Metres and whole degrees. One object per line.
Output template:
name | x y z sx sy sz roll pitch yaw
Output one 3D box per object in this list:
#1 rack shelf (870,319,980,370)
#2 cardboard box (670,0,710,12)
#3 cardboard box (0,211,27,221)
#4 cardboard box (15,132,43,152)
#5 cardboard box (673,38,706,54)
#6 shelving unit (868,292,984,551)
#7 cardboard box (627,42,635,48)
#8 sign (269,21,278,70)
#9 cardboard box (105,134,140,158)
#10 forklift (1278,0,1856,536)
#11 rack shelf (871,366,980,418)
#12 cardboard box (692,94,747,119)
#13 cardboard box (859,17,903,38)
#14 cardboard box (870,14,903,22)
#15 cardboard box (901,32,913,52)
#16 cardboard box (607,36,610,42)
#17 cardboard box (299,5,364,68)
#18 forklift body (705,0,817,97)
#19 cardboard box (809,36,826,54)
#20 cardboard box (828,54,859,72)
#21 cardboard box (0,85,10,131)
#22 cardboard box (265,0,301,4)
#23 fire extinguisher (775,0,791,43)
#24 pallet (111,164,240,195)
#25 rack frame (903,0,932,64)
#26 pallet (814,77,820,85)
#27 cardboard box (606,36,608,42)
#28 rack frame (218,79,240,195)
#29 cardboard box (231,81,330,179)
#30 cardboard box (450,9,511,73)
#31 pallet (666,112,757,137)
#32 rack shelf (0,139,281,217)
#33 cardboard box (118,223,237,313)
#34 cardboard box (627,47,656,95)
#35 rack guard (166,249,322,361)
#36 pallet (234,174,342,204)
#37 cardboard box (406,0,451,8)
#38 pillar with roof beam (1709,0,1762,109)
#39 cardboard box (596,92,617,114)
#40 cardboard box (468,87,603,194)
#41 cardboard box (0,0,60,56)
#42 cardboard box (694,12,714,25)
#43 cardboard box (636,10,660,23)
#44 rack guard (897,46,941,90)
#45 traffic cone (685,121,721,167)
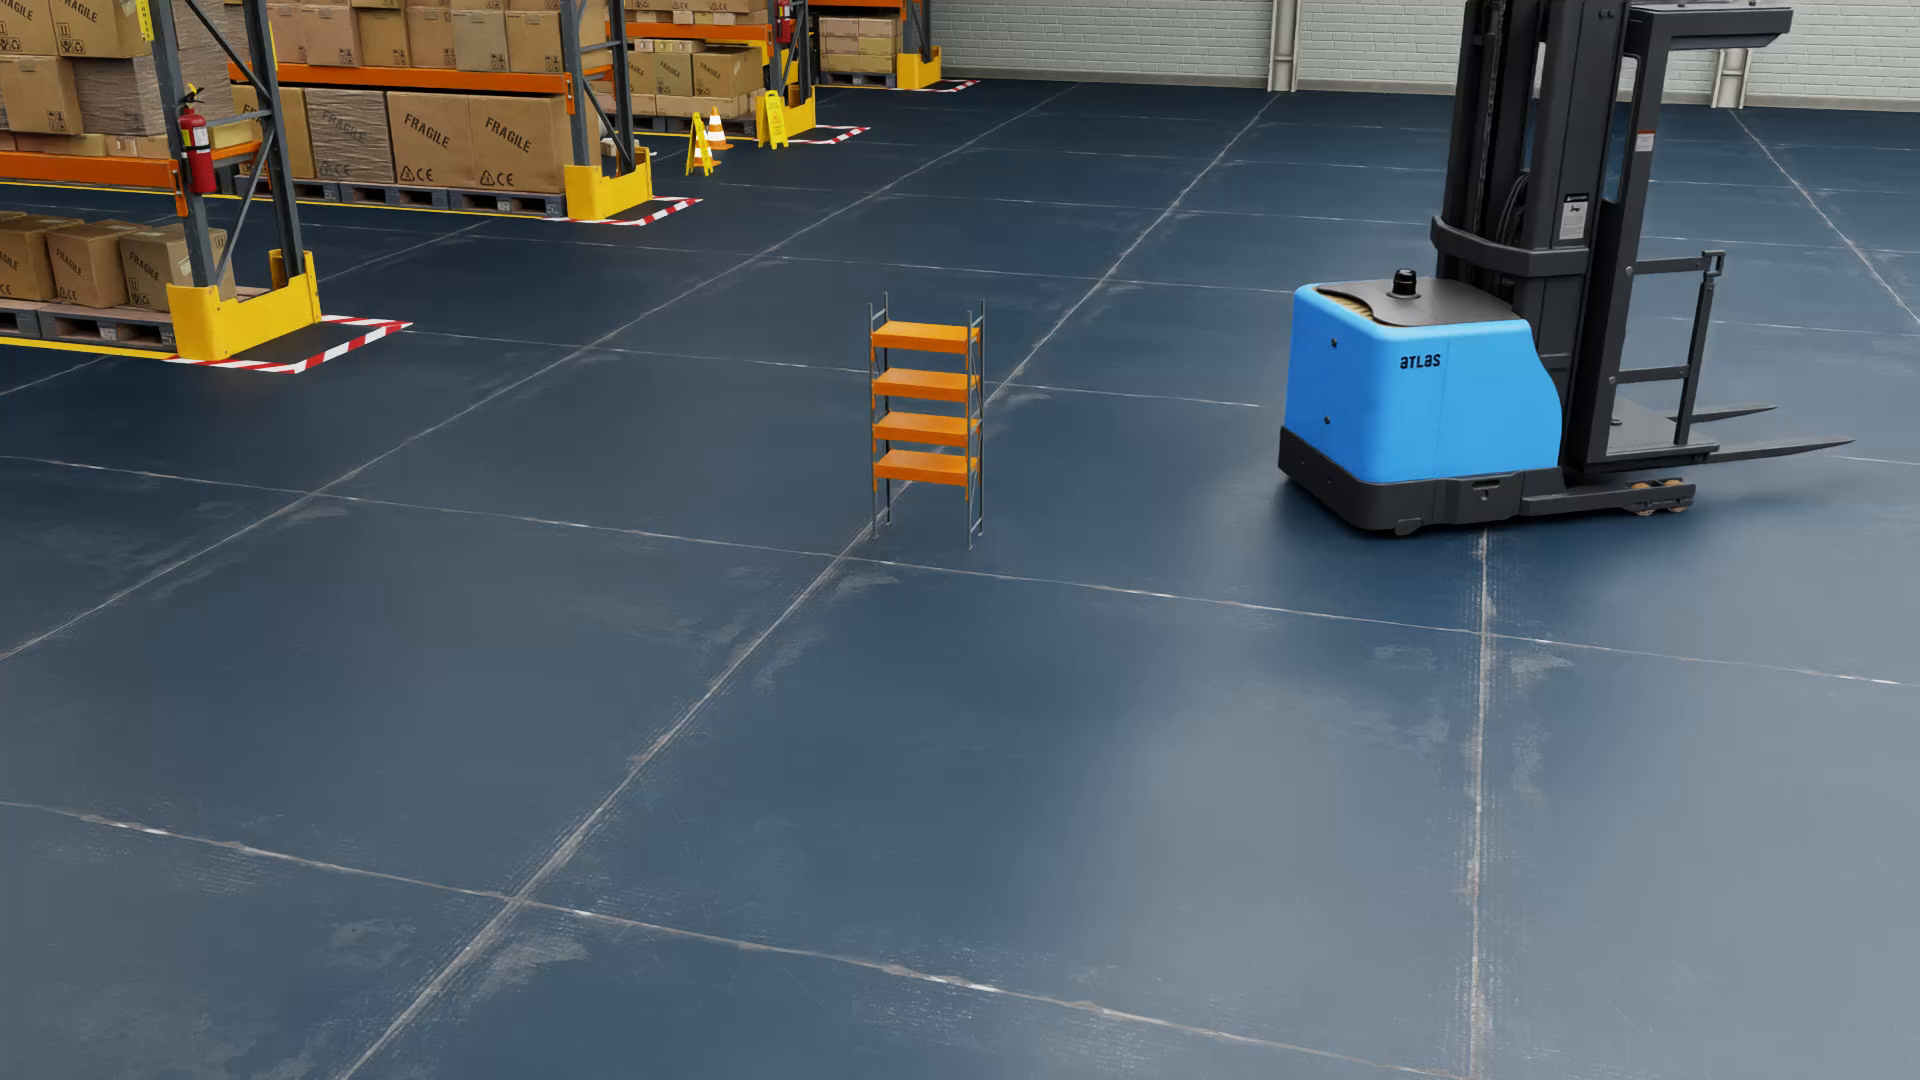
rack shelf | -0.158 -0.937 7.937 0.480 0.148 0.258 7 23 16
cardboard box | -3.141 -6.611 19.910 0.500 0.500 0.500 7 23 16
cardboard box | -7.216 -2.129 12.247 0.500 0.500 0.500 4 23 11
cardboard box | -6.214 -2.762 11.382 0.250 0.149 0.380 7 23 16
cardboard box | -3.276 -5.989 20.145 0.250 0.149 0.380 7 23 17
shelving unit | -0.158 -0.573 8.087 0.503 1.200 0.258 7 23 16
cardboard box | -4.273 -6.040 21.125 0.500 0.500 0.500 8 24 18
sign | -4.769 -3.408 11.485 0.005 0.325 0.100 7 23 16
cardboard box | -5.498 -2.678 11.177 0.250 0.149 0.380 7 23 16
forklift | 3.305 -1.668 8.473 3.031 2.935 1.130 -6 23 -14
rack shelf | -0.158 -0.718 8.027 0.480 0.148 0.258 7 23 16
cardboard box | -2.938 -5.327 20.373 0.500 0.250 0.500 6 23 15
cardboard box | -1.164 -7.537 24.443 0.500 0.250 0.500 7 23 17
cardboard box | -1.039 -7.721 24.892 0.500 0.250 0.500 6 23 15
cardboard box | -1.023 -7.495 25.001 0.500 0.250 0.500 7 23 16
cardboard box | -5.706 -7.890 26.128 0.625 0.625 0.875 6 23 15
cardboard box | -5.853 -4.919 16.112 0.550 0.550 0.875 7 23 16
forklift body | -2.976 -7.367 23.396 1.214 2.155 2.313 7 23 16
cardboard box | -2.167 -7.416 24.807 0.500 0.250 0.500 6 23 14
cardboard box | -1.648 -7.132 24.773 0.500 0.250 0.500 7 23 15
cardboard box | -6.424 -3.146 11.464 0.500 0.500 0.875 7 23 16
cardboard box | -6.323 -5.538 16.197 0.550 0.550 0.875 7 23 16
fire extinguisher | -2.087 -6.195 19.522 0.183 0.674 0.296 7 23 16
pallet | -7.986 -3.807 17.273 1.213 0.211 1.003 7 23 16
rack frame | -0.633 -8.215 24.344 0.127 3.000 1.000 7 23 16
pallet | -2.542 -7.128 25.368 1.213 0.211 1.003 7 23 15
cardboard box | -4.552 -6.136 20.504 0.250 0.149 0.380 8 24 19
rack frame | -7.226 -5.040 16.604 0.127 3.000 1.000 7 23 16
cardboard box | -6.644 -4.157 16.697 0.875 0.875 0.875 7 23 16
cardboard box | -4.298 -4.747 15.693 0.550 0.550 0.875 7 23 16
pallet | -2.904 -5.231 20.744 1.213 0.211 1.003 7 23 16
rack shelf | -6.841 -2.697 11.840 4.000 0.370 1.077 7 23 16
cardboard box | -5.519 -1.923 11.745 0.500 0.500 0.500 11 25 25
cardboard box | -3.887 -5.787 20.507 0.500 0.500 0.500 6 23 14
rack guard | -4.999 -1.662 11.663 0.348 0.500 1.175 7 23 16
pallet | -6.521 -3.638 16.861 1.213 0.211 1.003 7 23 15
cardboard box | -4.791 -5.363 15.770 0.550 0.550 0.875 7 23 16
pillar with roof beam | 9.206 -8.514 17.170 0.400 9.000 9.100 7 23 16
cardboard box | -4.383 -5.497 20.789 0.500 0.250 0.500 6 23 15
cardboard box | -4.065 -3.863 15.981 0.875 0.875 0.875 7 23 16
cardboard box | -6.004 -3.480 10.960 0.500 0.500 0.500 7 23 16
cardboard box | -2.997 -6.281 19.961 0.250 0.149 0.380 6 23 15
cardboard box | -3.728 -6.373 20.184 0.250 0.149 0.380 6 23 15
rack guard | -0.610 -7.056 24.812 0.348 0.500 1.175 7 23 16
traffic cone | -2.843 -4.375 18.326 0.334 0.463 0.336 7 23 16
